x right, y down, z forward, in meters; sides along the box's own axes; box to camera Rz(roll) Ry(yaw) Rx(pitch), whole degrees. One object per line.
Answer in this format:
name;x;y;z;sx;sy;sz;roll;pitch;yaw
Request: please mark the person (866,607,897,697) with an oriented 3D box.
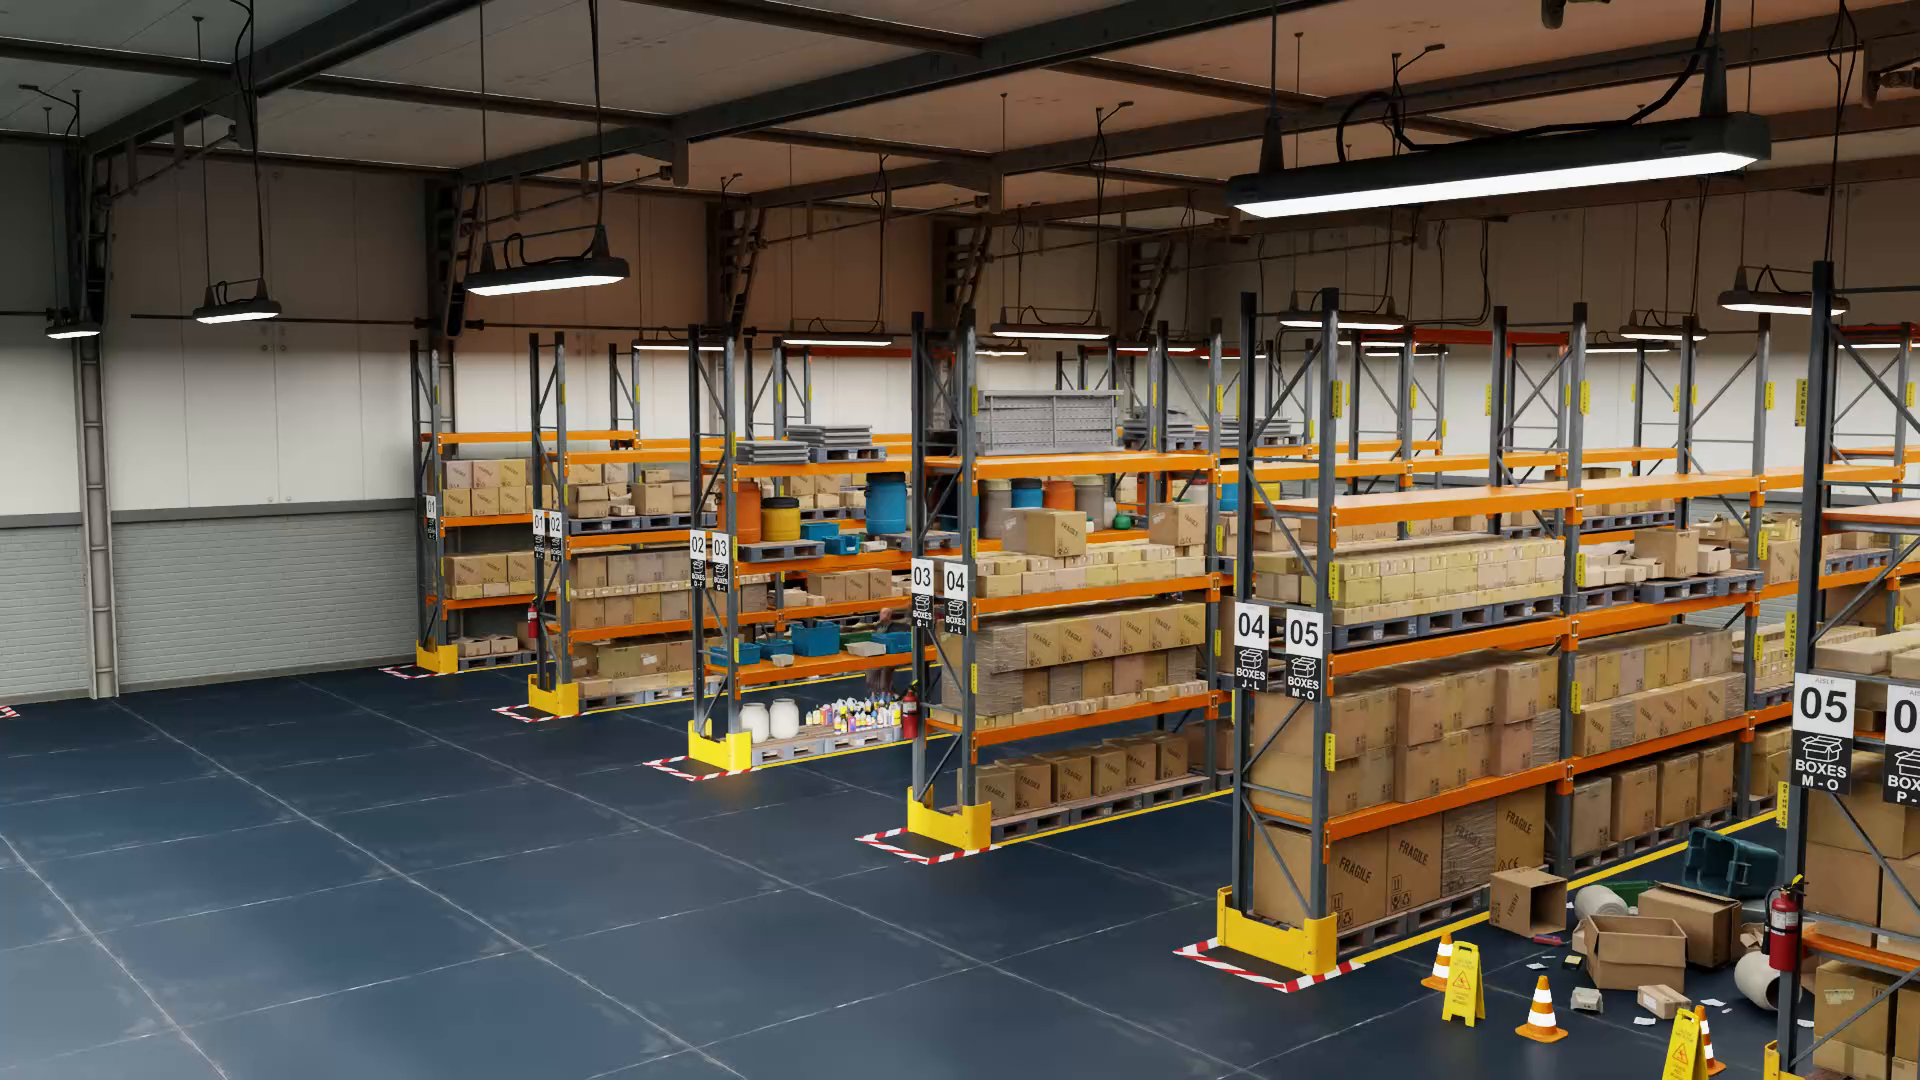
person;-1.235;1.903;26.216;0.649;1.682;0.564;5;7;43
